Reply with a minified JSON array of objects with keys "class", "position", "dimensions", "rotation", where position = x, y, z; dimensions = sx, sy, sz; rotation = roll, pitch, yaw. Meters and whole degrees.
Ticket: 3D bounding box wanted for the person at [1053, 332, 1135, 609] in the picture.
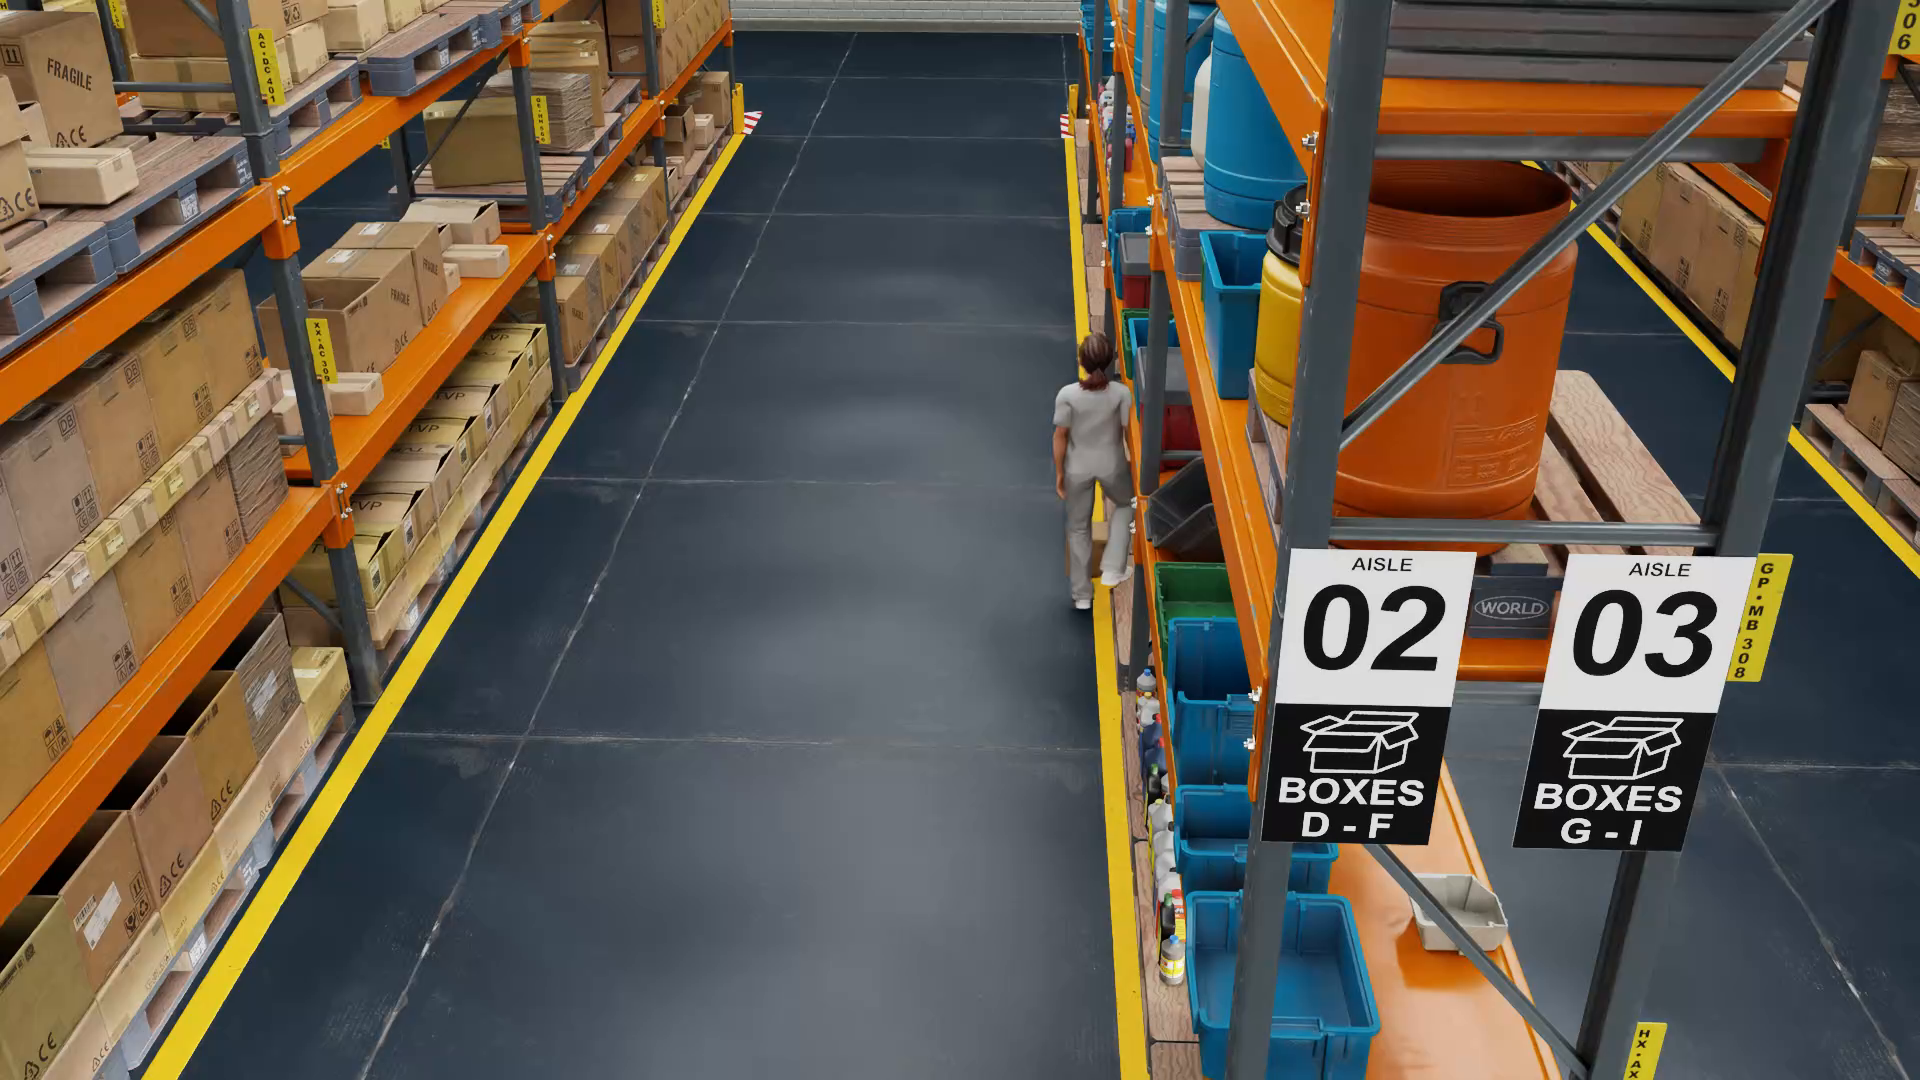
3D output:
[{"class":"person","position":[0.765,-0.384,9.302],"dimensions":[0.512,1.685,0.460],"rotation":[1,28,2]}]
